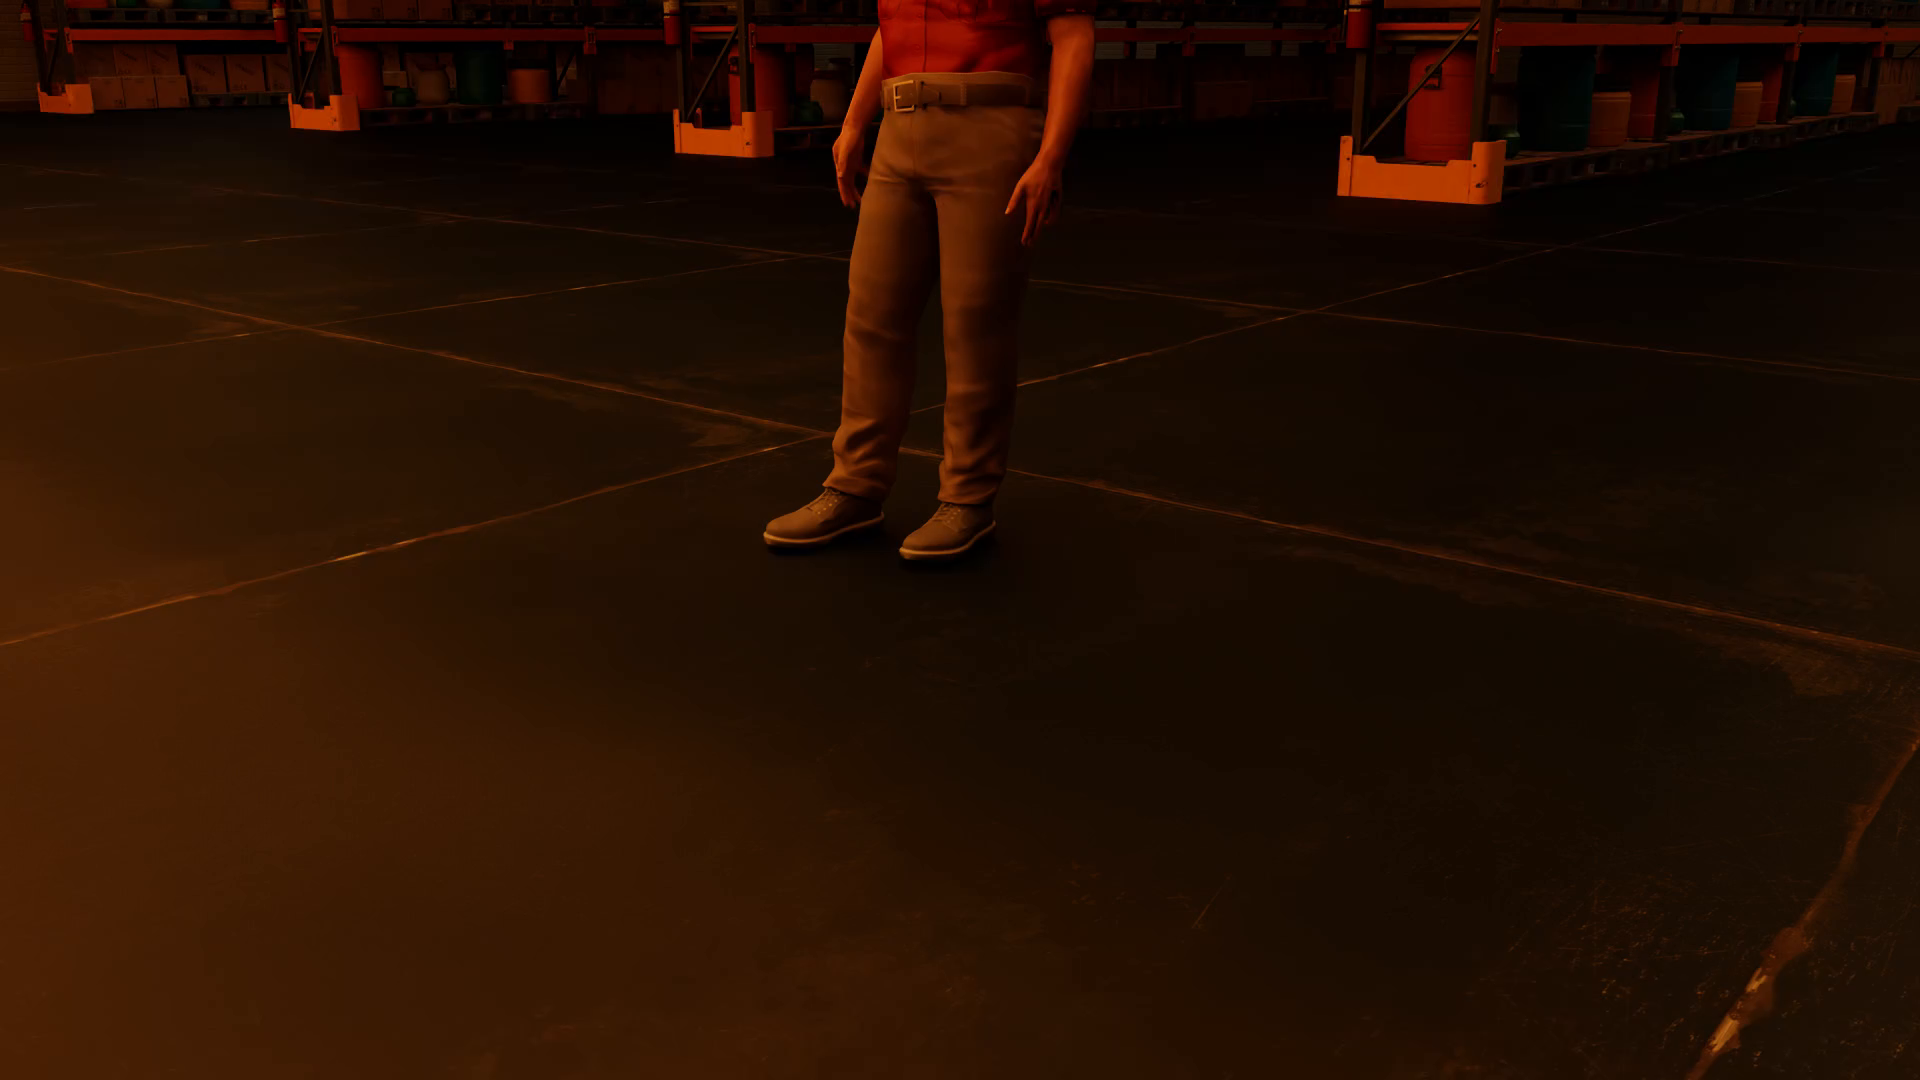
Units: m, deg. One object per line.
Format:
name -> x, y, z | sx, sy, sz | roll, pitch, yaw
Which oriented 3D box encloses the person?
person -> -0.067, -0.816, 3.630 | 0.640, 1.727, 0.551 | 13, 21, 37
